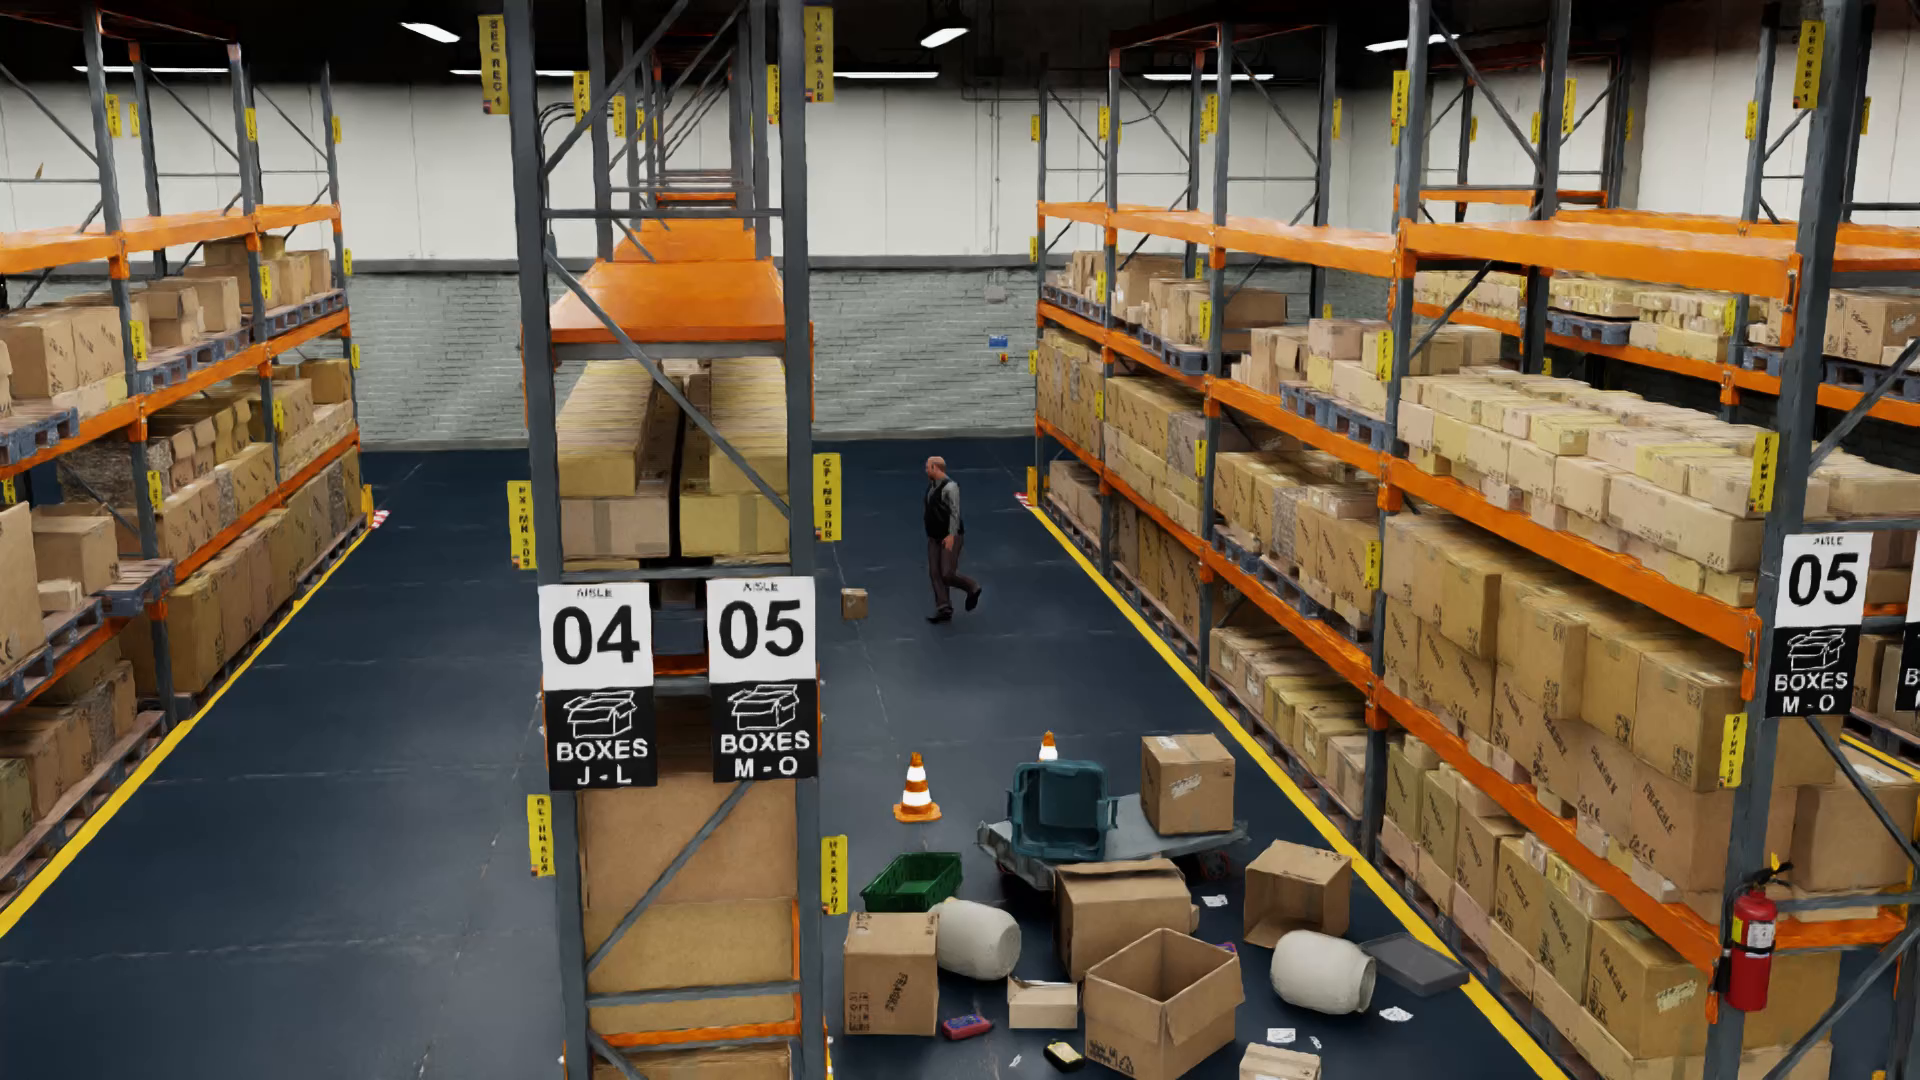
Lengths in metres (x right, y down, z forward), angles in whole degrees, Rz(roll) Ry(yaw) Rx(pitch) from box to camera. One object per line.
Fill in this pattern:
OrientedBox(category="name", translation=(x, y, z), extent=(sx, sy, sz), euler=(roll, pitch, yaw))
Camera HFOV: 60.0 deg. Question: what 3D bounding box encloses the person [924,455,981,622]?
OrientedBox(category="person", translation=(-0.137, -0.028, 17.218), extent=(0.660, 1.700, 0.585), euler=(-9, 16, -33))
